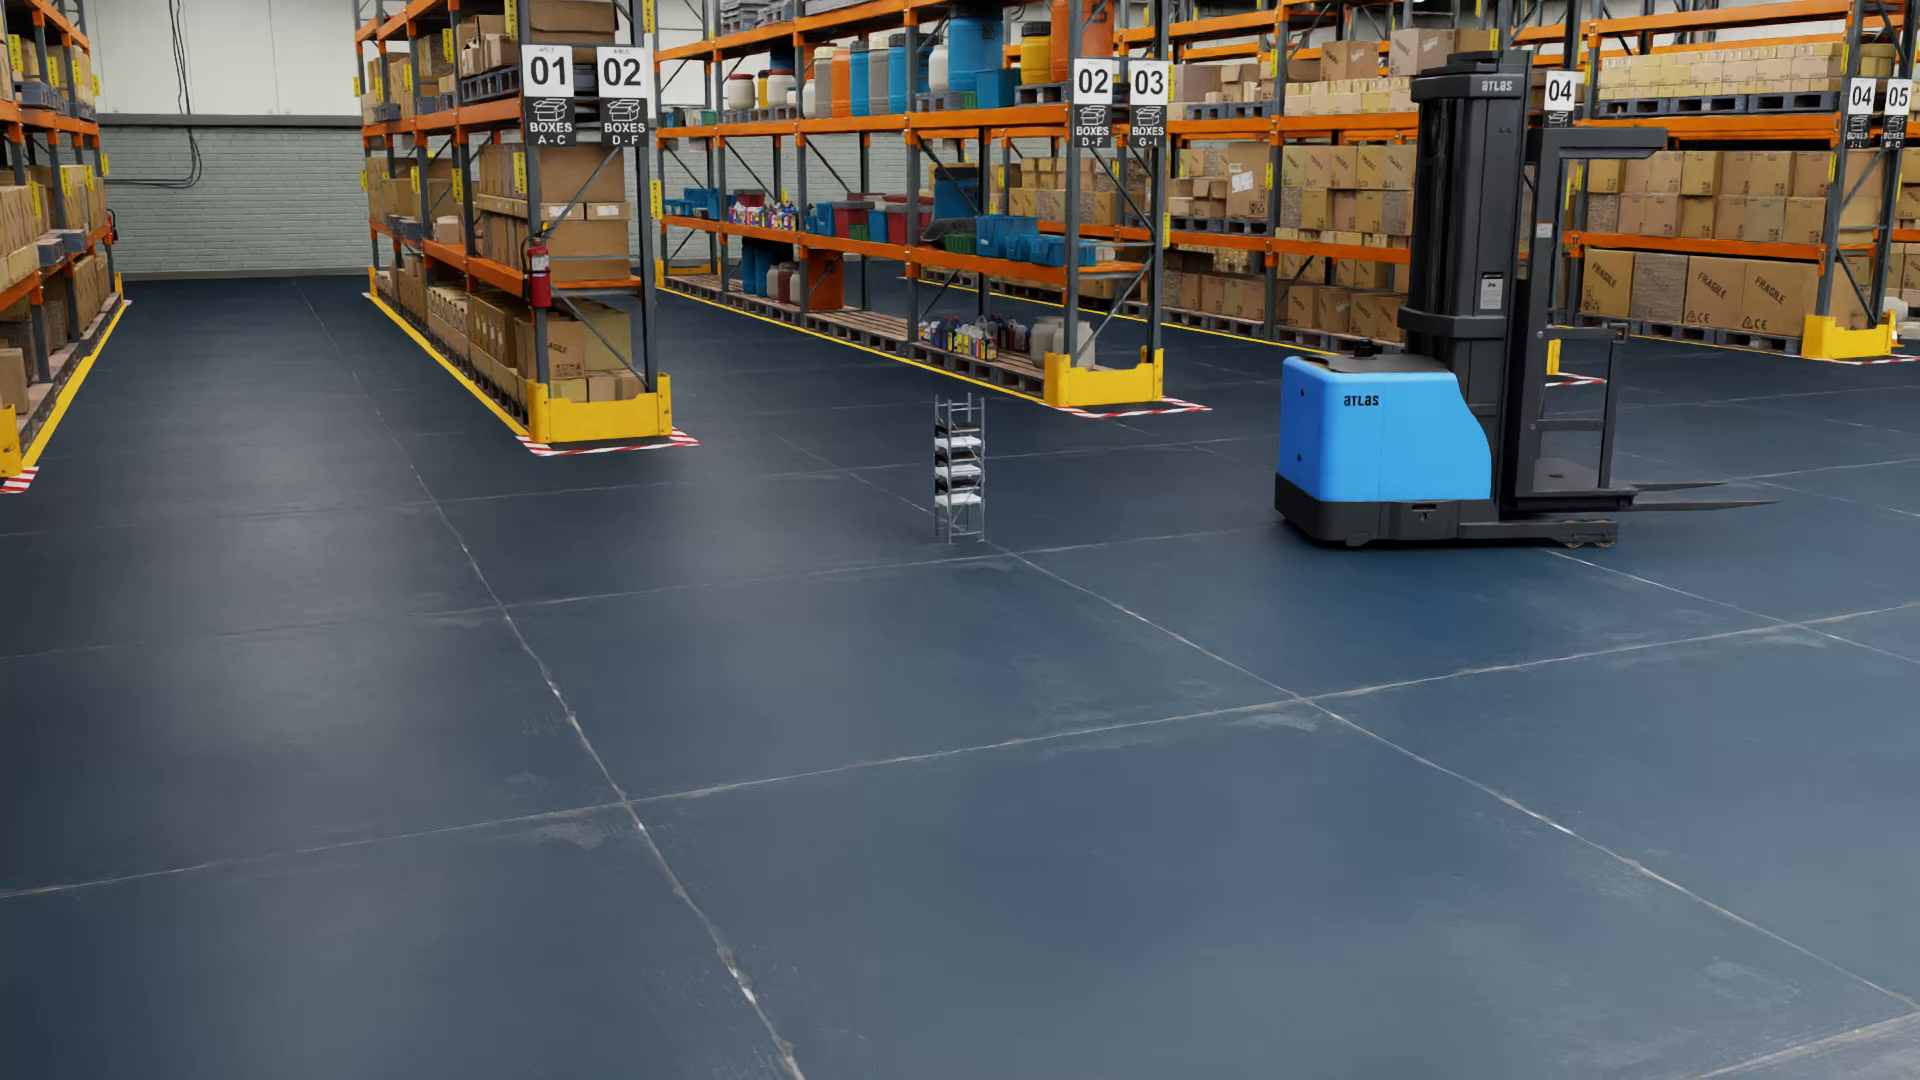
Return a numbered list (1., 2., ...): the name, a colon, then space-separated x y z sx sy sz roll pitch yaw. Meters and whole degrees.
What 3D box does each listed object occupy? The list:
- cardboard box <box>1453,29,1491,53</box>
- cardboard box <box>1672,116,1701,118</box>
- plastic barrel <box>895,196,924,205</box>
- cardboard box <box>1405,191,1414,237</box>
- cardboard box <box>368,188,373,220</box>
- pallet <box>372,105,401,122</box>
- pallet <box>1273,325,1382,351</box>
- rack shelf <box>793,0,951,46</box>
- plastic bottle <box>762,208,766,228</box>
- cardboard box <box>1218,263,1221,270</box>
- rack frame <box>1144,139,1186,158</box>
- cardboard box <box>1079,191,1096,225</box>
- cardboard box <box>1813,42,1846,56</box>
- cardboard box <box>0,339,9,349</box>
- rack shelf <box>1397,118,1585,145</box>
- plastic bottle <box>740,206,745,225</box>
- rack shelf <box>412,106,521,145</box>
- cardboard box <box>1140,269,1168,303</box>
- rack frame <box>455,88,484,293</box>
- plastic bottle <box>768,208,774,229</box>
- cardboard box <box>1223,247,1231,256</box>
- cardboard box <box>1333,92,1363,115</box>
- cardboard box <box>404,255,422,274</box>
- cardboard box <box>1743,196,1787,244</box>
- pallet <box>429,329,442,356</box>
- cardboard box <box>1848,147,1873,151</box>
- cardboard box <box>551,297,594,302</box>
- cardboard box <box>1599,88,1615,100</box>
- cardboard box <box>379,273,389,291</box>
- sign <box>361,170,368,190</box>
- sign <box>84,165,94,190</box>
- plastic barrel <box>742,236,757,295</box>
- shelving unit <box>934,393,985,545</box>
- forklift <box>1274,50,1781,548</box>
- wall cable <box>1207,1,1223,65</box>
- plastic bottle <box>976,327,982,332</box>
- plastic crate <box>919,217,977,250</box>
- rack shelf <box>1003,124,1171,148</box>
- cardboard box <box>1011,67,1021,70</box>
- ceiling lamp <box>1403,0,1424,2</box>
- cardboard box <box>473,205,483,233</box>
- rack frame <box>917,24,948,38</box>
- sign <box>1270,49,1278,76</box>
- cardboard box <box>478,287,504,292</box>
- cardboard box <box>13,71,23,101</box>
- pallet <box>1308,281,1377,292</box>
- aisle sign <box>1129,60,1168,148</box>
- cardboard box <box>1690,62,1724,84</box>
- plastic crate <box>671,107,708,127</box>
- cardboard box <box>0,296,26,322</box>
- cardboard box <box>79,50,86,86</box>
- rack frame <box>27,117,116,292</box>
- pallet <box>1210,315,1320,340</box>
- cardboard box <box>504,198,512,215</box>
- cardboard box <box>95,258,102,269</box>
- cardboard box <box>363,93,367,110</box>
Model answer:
1. cardboard box: 5.661 -5.476 18.736 0.500 0.500 0.500 -6 14 -23
2. cardboard box: 12.254 -7.108 27.554 0.700 0.500 0.500 -6 14 -23
3. plastic barrel: -0.609 -4.061 20.961 0.433 0.535 0.433 0 13 0
4. cardboard box: 5.502 -3.649 18.601 0.875 0.500 0.500 -6 14 -23
5. cardboard box: -9.544 -5.591 27.654 0.500 0.500 0.500 -5 14 -22
6. pallet: -7.680 -6.060 23.667 1.213 0.211 1.003 -6 14 -23
7. pallet: 4.707 -2.579 21.044 1.003 0.211 1.213 -6 14 -23
8. rack shelf: -0.934 -6.416 20.617 1.077 0.370 4.000 -6 14 -23
9. plastic bottle: -2.873 -4.742 24.465 0.061 0.283 0.133 -6 14 -23
10. cardboard box: 5.130 -5.194 31.551 0.380 0.149 0.250 -6 14 -24
11. rack frame: 4.184 -6.979 33.873 1.000 3.000 0.127 -6 14 -23
12. cardboard box: 2.184 -5.131 25.666 0.500 0.500 0.500 -6 14 -23
13. cardboard box: 10.147 -5.693 19.300 0.380 0.149 0.250 -5 14 -22
14. cardboard box: -8.758 -1.516 14.837 0.500 0.500 0.500 -7 15 -27
15. rack shelf: 8.190 -6.024 24.689 1.077 0.370 4.000 -6 14 -23
16. plastic bottle: -3.333 -4.984 25.535 0.097 0.271 0.097 0 13 0
17. rack shelf: -5.474 -4.703 18.981 1.077 0.370 4.000 -6 14 -23
18. cardboard box: 3.090 -3.759 24.528 0.700 0.500 0.500 -6 15 -26
19. rack frame: -4.673 -3.179 17.453 1.000 3.000 0.127 -6 14 -23
20. plastic bottle: -2.746 -4.676 24.181 0.061 0.283 0.133 -6 14 -23
21. cardboard box: 5.160 -5.408 31.157 0.380 0.149 0.250 -6 14 -23
22. cardboard box: 4.757 -5.133 19.574 0.500 0.250 0.500 -6 14 -25
23. cardboard box: -7.506 -3.865 23.322 0.500 0.250 0.500 -6 14 -23
24. cardboard box: 10.163 -3.931 20.369 0.875 0.550 0.550 -6 14 -23
25. pallet: -5.981 -2.473 20.587 1.003 0.211 1.213 -6 14 -23
26. cardboard box: 13.463 -5.538 24.548 0.700 0.500 0.500 -6 14 -24
27. cardboard box: -3.893 -2.126 16.406 0.500 0.500 0.500 -6 14 -23
28. cardboard box: 8.825 -5.986 22.335 0.380 0.149 0.250 -6 14 -24
29. cardboard box: -9.121 -4.188 26.936 0.500 0.250 0.500 -6 14 -23
30. sign: -9.977 -6.031 27.855 0.100 0.325 0.005 -6 14 -23
31. sign: -11.921 -4.960 22.756 0.100 0.325 0.005 -6 14 -23
32. plastic barrel: -3.135 -4.347 26.221 0.600 0.901 0.708 -6 14 -23
33. shelving unit: -0.003 -0.440 10.276 0.258 0.900 0.210 -6 14 -23
34. forklift: 3.617 -1.500 10.349 3.031 2.935 1.130 -1 13 -5
35. wall cable: 6.142 -11.520 40.186 0.463 3.000 0.029 -6 14 -23
36. plastic bottle: 0.182 -2.200 18.290 0.152 0.276 0.135 -6 14 -23
37. plastic crate: -0.040 -3.476 18.872 0.767 0.338 0.504 -6 14 -23
38. rack shelf: 2.002 -6.423 26.414 1.077 0.370 4.000 -6 14 -23
39. cardboard box: 0.830 -8.049 28.806 0.500 0.250 0.500 -7 15 -27
40. ceiling lamp: 10.018 -14.006 37.985 2.000 3.185 0.800 -6 14 -23
41. cardboard box: -5.176 -3.497 18.603 0.500 0.500 0.500 -5 14 -19
42. rack frame: -0.401 -9.475 31.351 1.000 3.000 0.127 -6 14 -23
43. sign: 3.898 -5.927 20.654 0.100 0.325 0.005 -6 14 -23
44. cardboard box: -5.625 -2.951 20.390 0.500 0.311 0.500 -6 14 -24
45. cardboard box: -10.378 -4.802 17.541 0.797 0.503 0.637 -4 14 -15
46. pallet: 6.592 -4.381 28.831 1.003 0.211 1.213 -6 14 -23
47. aisle sign: 1.767 -4.077 15.569 0.394 0.787 0.004 -6 14 -23
48. cardboard box: 9.539 -5.847 20.850 0.500 0.250 0.500 -5 14 -22
49. plastic crate: -4.579 -7.195 28.292 0.504 0.338 0.767 -6 14 -23
50. cardboard box: -9.700 -2.334 16.706 0.500 0.250 0.500 -6 14 -24
51. cardboard box: -12.858 -6.770 23.834 0.500 0.500 0.500 -6 14 -23
52. rack frame: -14.017 -5.210 26.228 1.000 3.000 0.127 -6 14 -23
53. pallet: 4.092 -2.875 22.324 1.003 0.211 1.213 -6 14 -23
54. cardboard box: -4.021 -3.099 15.448 0.380 0.149 0.250 -6 14 -24
55. cardboard box: -12.800 -4.045 24.369 0.380 0.149 0.250 -6 14 -25
56. cardboard box: -9.319 -7.056 26.778 0.500 0.250 0.500 -6 14 -23
